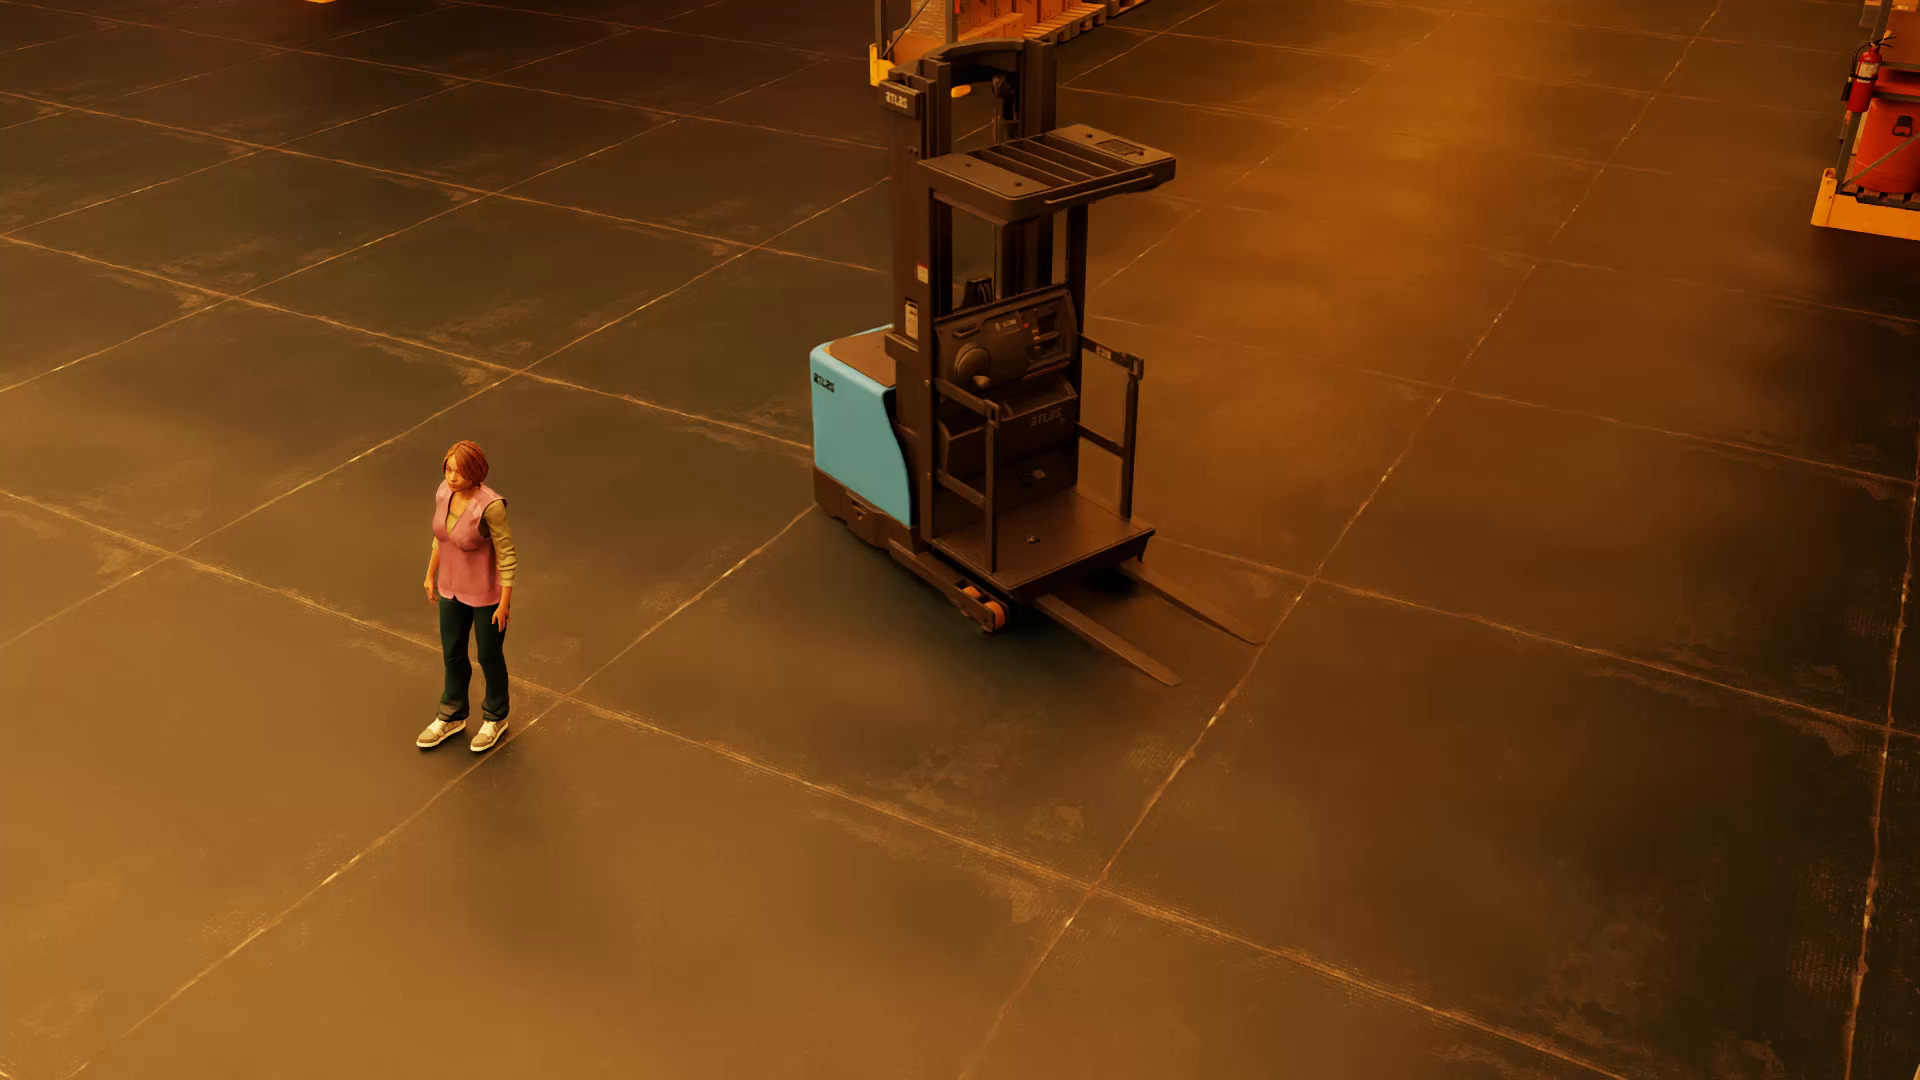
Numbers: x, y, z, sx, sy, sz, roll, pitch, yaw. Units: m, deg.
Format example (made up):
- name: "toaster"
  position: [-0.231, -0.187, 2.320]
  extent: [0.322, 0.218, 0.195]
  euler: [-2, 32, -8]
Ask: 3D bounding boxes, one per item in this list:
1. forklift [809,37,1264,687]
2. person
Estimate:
- name: "forklift"
  position: [0.393, -1.047, 8.885]
  extent: [1.130, 2.935, 3.031]
  euler: [-21, 36, -32]
- name: "person"
  position: [-2.361, 0.289, 7.889]
  extent: [0.520, 1.597, 0.475]
  euler: [15, 33, 24]
